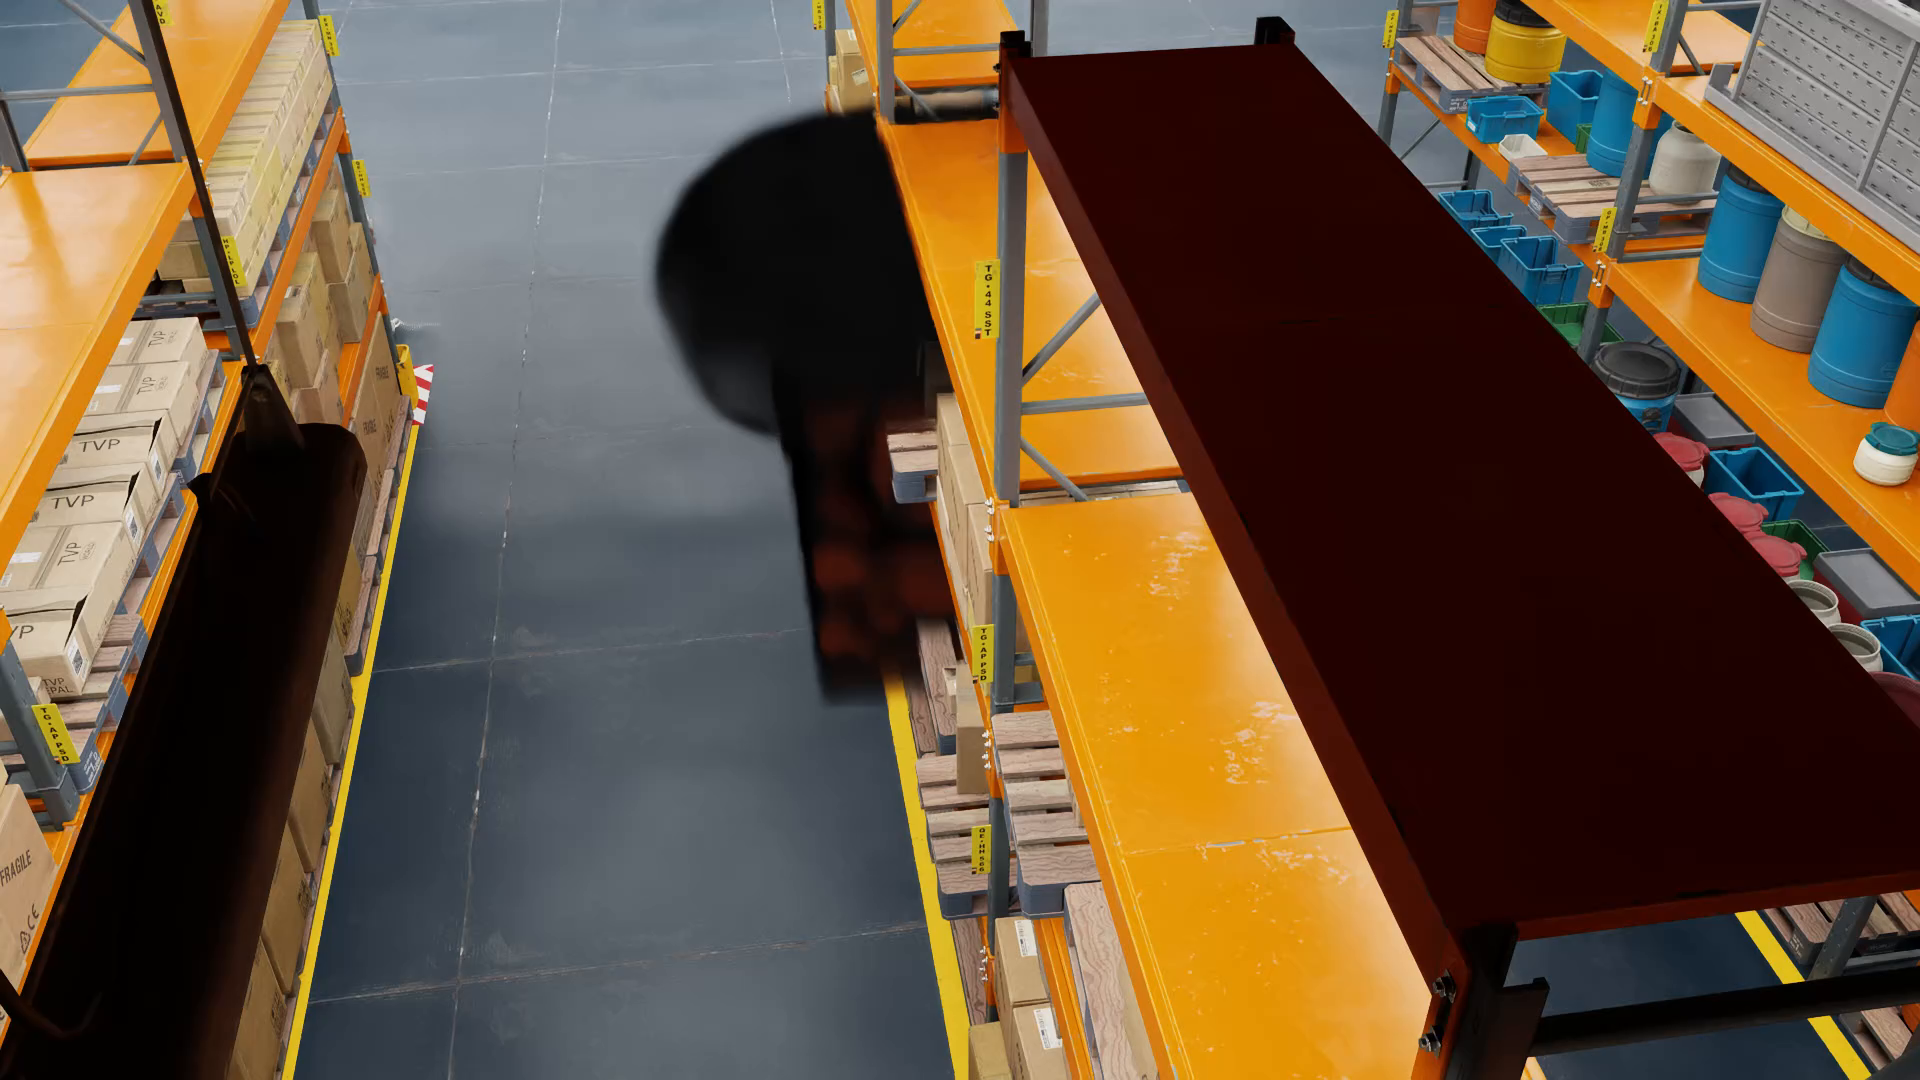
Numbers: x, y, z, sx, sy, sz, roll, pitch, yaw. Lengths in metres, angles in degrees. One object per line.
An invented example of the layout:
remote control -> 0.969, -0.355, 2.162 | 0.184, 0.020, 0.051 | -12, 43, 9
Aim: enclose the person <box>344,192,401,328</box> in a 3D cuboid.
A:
person -> -5.852, -2.788, 15.940 | 0.548, 1.543, 0.846 | -18, 40, -23
